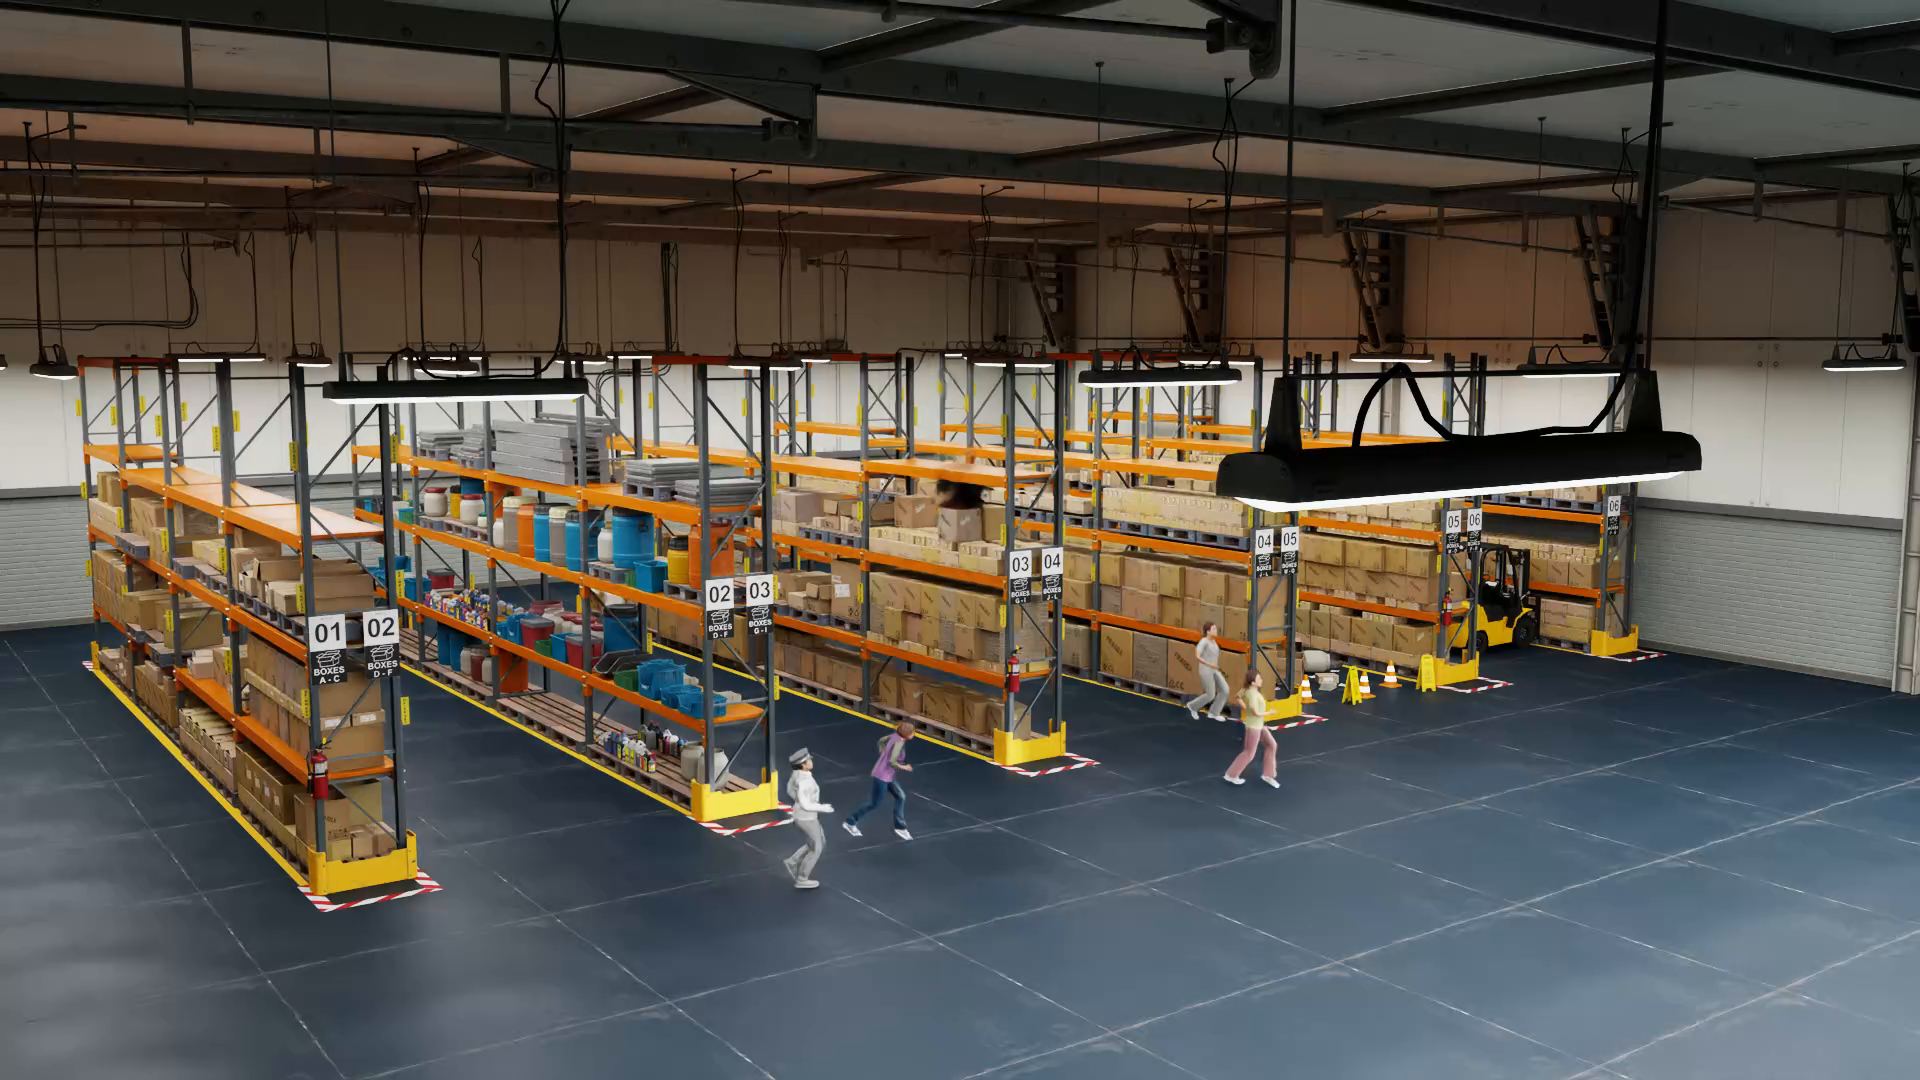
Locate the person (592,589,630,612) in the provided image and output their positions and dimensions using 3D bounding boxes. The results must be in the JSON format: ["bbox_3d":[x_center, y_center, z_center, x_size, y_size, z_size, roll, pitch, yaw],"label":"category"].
[{"bbox_3d":[-6.842,1.455,32.908,0.692,1.792,0.955,-5,9,-37],"label":"person"}]

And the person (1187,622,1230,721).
[{"bbox_3d":[3.948,2.097,26.495,0.694,1.612,0.600,6,9,39],"label":"person"}]

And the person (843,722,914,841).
[{"bbox_3d":[-1.028,3.059,20.994,0.911,1.546,0.579,-1,7,-8],"label":"person"}]

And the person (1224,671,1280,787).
[{"bbox_3d":[4.141,2.677,23.488,0.795,1.694,0.577,1,7,9],"label":"person"}]

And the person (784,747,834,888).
[{"bbox_3d":[-1.723,3.193,19.161,0.512,1.651,0.609,-2,7,-13],"label":"person"}]
